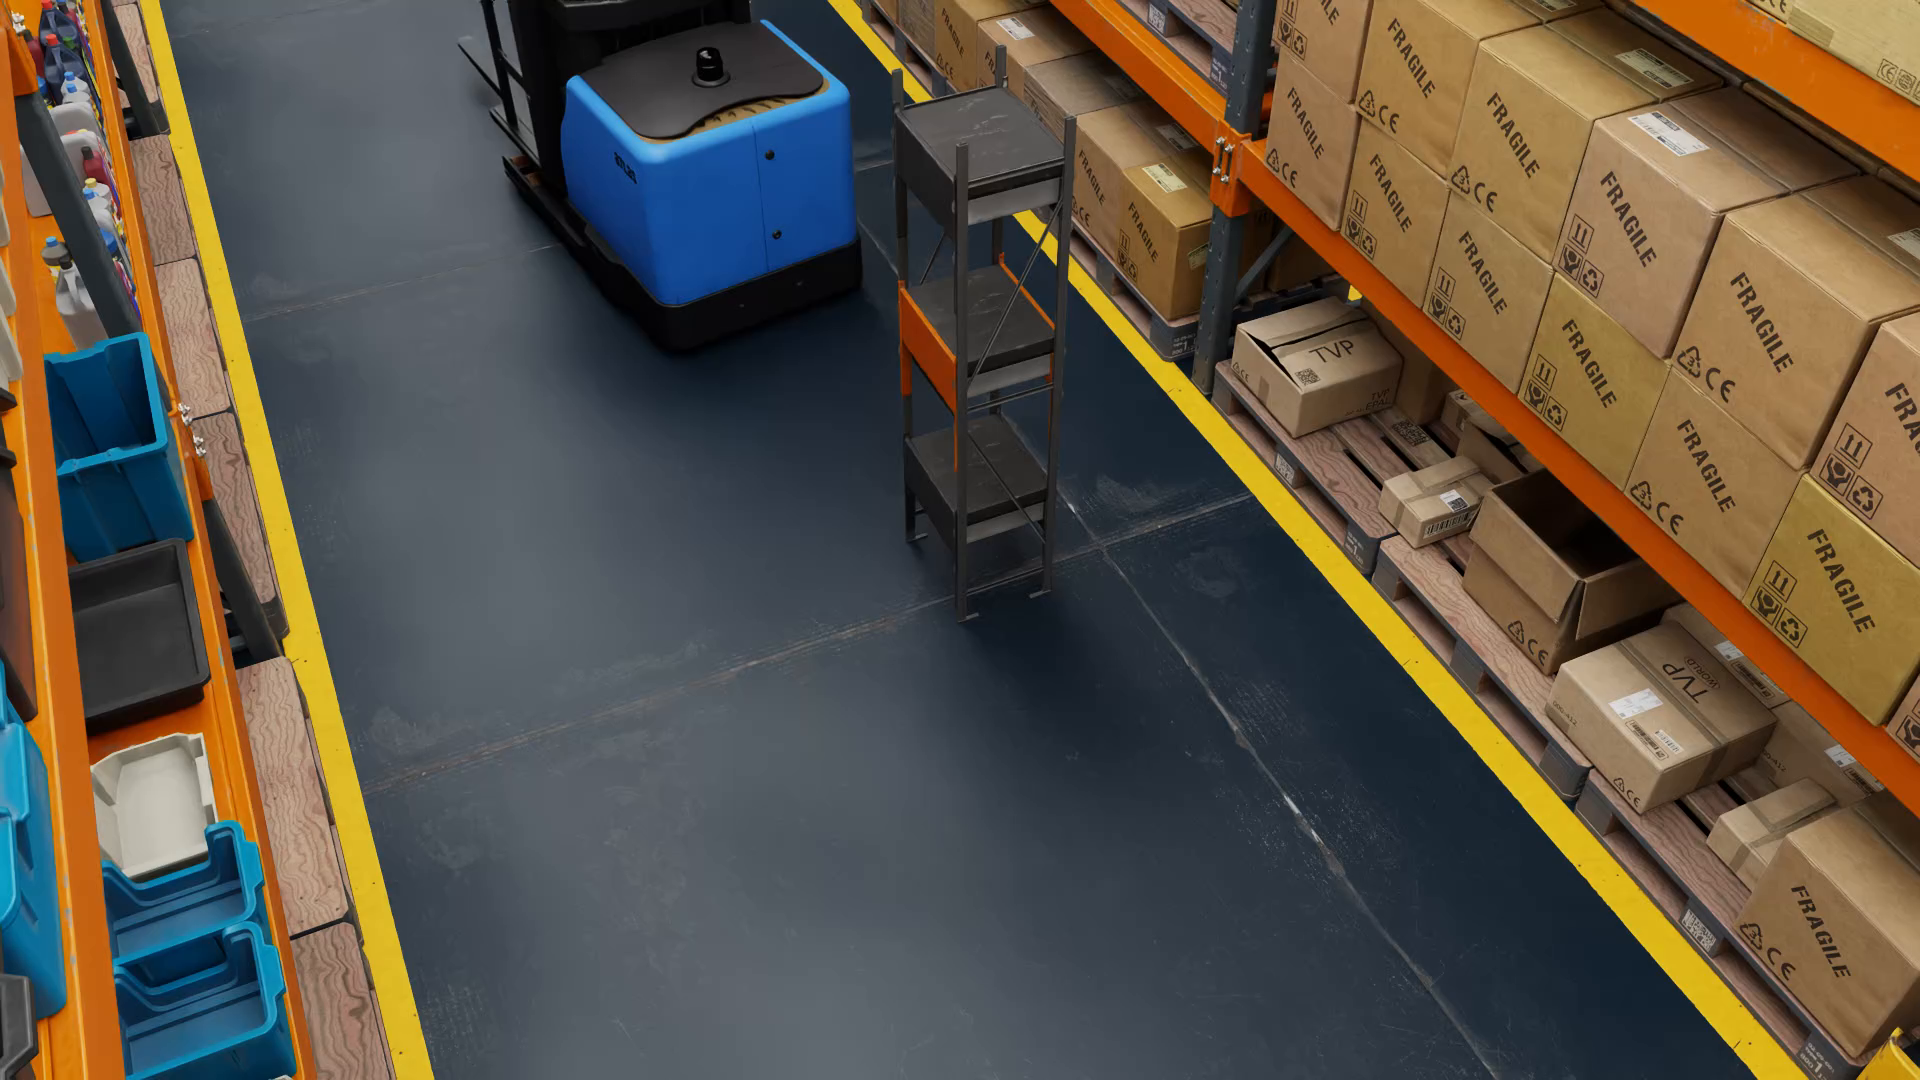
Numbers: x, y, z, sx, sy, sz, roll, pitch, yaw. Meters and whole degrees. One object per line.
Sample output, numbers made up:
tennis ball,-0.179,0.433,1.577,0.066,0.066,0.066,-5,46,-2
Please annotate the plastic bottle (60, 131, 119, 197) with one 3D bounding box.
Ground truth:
plastic bottle,-3.219,-1.382,6.103,0.152,0.276,0.135,-18,47,-17

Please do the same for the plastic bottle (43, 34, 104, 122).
plastic bottle,-3.462,-1.783,6.457,0.144,0.351,0.185,-18,47,-17

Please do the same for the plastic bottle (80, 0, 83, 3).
plastic bottle,-3.894,-2.450,7.189,0.097,0.271,0.097,0,45,0

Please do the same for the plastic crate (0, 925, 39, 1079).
plastic crate,-1.207,0.772,1.790,0.497,0.269,0.590,-18,47,-17

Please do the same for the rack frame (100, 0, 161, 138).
rack frame,-4.662,-2.978,7.632,1.000,3.000,0.127,-18,47,-17

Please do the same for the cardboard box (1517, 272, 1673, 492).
cardboard box,2.124,-0.551,5.101,0.500,0.500,0.500,-19,48,-18

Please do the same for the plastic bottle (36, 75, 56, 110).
plastic bottle,-3.553,-1.692,6.420,0.097,0.271,0.097,0,45,0

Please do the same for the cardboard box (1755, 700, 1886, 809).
cardboard box,3.016,0.733,5.516,0.500,0.250,0.500,-18,47,-17

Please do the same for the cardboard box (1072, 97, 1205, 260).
cardboard box,0.848,-1.703,7.807,0.500,0.500,0.500,-18,47,-17

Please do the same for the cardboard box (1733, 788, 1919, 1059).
cardboard box,2.745,1.119,4.946,0.500,0.500,0.500,-18,47,-17

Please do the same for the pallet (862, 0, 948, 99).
pallet,0.113,-2.958,9.598,1.003,0.211,1.213,-18,47,-17

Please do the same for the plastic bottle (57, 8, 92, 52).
plastic bottle,-3.690,-2.115,6.899,0.097,0.201,0.097,0,45,0

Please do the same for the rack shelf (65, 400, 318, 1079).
rack shelf,-2.139,1.102,4.010,1.077,0.370,4.000,-18,47,-17

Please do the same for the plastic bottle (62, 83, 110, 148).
plastic bottle,-3.340,-1.610,6.338,0.097,0.271,0.097,0,45,0

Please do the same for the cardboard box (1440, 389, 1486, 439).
cardboard box,2.225,-0.530,6.868,0.380,0.149,0.250,-18,47,-17

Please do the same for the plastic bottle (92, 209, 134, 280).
plastic bottle,-2.983,-1.025,5.742,0.152,0.276,0.135,-18,47,-17

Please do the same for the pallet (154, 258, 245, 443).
pallet,-3.784,-0.719,7.328,1.003,0.211,1.213,-18,47,-17

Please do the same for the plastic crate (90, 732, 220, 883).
plastic crate,-1.975,0.665,4.086,0.293,0.136,0.466,-18,47,-17

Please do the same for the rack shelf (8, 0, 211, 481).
rack shelf,-3.821,-1.447,6.593,1.077,0.370,4.000,-18,47,-17

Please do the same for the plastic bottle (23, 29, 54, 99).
plastic bottle,-3.678,-1.916,6.639,0.061,0.283,0.133,-18,47,-17

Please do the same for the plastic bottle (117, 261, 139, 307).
plastic bottle,-2.869,-0.871,5.638,0.097,0.201,0.097,0,45,0

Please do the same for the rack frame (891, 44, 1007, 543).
rack frame,-0.033,-0.797,6.063,0.400,2.100,0.015,-18,47,-17

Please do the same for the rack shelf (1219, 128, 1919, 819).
rack shelf,2.356,-0.358,5.490,1.077,0.370,4.000,-18,47,-17

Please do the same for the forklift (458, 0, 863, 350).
forklift,-1.690,-2.915,7.617,1.130,2.935,3.031,-25,50,-23

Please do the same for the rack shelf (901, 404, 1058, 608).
rack shelf,0.070,-0.134,6.407,0.431,0.518,0.480,-18,47,-17

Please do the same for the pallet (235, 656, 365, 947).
pallet,-2.636,1.021,5.565,1.003,0.211,1.213,-18,47,-17

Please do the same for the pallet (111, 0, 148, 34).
pallet,-5.462,-3.266,9.910,1.003,0.211,1.213,-18,47,-17

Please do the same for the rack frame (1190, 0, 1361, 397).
rack frame,1.515,-1.889,6.529,1.000,3.000,0.127,-18,47,-17

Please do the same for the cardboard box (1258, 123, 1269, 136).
cardboard box,1.299,-1.873,7.979,0.500,0.500,0.500,-17,47,-17

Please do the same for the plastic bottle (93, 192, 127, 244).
plastic bottle,-3.048,-1.143,5.914,0.097,0.201,0.097,0,45,0

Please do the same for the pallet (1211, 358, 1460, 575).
pallet,1.803,-0.458,7.064,1.003,0.211,1.213,-18,47,-17

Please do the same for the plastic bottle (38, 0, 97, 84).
plastic bottle,-3.595,-1.986,6.662,0.144,0.351,0.185,-18,47,-17

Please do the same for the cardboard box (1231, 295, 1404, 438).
cardboard box,1.496,-0.757,6.983,0.500,0.311,0.500,-18,47,-17

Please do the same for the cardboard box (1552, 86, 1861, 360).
cardboard box,2.109,-0.912,4.755,0.500,0.500,0.500,-17,47,-16

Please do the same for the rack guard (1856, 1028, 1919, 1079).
rack guard,3.165,1.501,4.872,1.175,0.500,0.348,-18,47,-17

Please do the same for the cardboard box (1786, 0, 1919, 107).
cardboard box,2.320,-1.240,3.843,0.500,0.250,0.500,-18,47,-17

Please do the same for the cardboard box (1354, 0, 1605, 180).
cardboard box,1.676,-1.568,5.421,0.500,0.500,0.500,-19,48,-19

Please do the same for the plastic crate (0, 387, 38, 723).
plastic crate,-1.691,0.020,2.503,0.504,0.338,0.767,-18,47,-17

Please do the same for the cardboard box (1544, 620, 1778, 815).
cardboard box,2.373,0.594,5.657,0.500,0.250,0.500,-18,47,-17

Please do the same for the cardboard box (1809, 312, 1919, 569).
cardboard box,2.548,-0.256,4.090,0.500,0.500,0.500,-17,47,-16

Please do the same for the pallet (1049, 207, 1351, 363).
pallet,1.139,-1.404,8.022,1.003,0.211,1.213,-18,47,-17

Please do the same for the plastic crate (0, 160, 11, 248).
plastic crate,-2.100,-0.704,3.380,0.293,0.136,0.466,-18,47,-17

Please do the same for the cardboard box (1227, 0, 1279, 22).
cardboard box,1.519,-2.442,6.719,0.700,0.500,0.500,-34,54,-30

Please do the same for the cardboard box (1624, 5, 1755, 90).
cardboard box,2.393,-1.388,5.238,0.500,0.500,0.500,-18,47,-17

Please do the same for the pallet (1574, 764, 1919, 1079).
pallet,2.829,1.097,5.489,1.003,0.211,1.213,-18,47,-17

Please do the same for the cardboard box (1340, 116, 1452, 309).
cardboard box,1.701,-1.194,5.753,0.500,0.500,0.500,-17,47,-17

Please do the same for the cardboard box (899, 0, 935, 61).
cardboard box,-0.009,-2.998,9.120,0.500,0.500,0.500,-20,48,-19

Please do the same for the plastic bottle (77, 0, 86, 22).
plastic bottle,-3.812,-2.326,7.063,0.097,0.271,0.097,0,45,0

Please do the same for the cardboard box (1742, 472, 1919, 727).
cardboard box,2.541,0.090,4.452,0.500,0.500,0.500,-18,47,-17

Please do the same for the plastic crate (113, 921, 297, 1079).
plastic crate,-1.657,1.065,3.611,0.416,0.233,0.300,-18,47,-17

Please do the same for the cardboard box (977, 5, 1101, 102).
cardboard box,0.421,-2.346,8.459,0.500,0.500,0.500,-20,48,-19

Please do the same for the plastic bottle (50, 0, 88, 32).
plastic bottle,-3.771,-2.239,7.025,0.097,0.201,0.097,0,45,0

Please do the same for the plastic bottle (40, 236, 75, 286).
plastic bottle,-3.088,-0.950,5.718,0.097,0.201,0.097,0,45,0

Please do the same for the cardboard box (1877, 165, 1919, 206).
cardboard box,2.817,-0.743,4.585,0.500,0.500,0.500,-17,47,-17

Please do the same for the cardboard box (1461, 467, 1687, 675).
cardboard box,2.310,0.039,6.039,0.797,0.503,0.637,-18,47,-17

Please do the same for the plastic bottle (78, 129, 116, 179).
plastic bottle,-3.243,-1.437,6.212,0.097,0.201,0.097,0,45,0

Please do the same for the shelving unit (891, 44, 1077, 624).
shelving unit,0.070,-0.642,5.906,0.431,2.100,0.503,-18,47,-17
